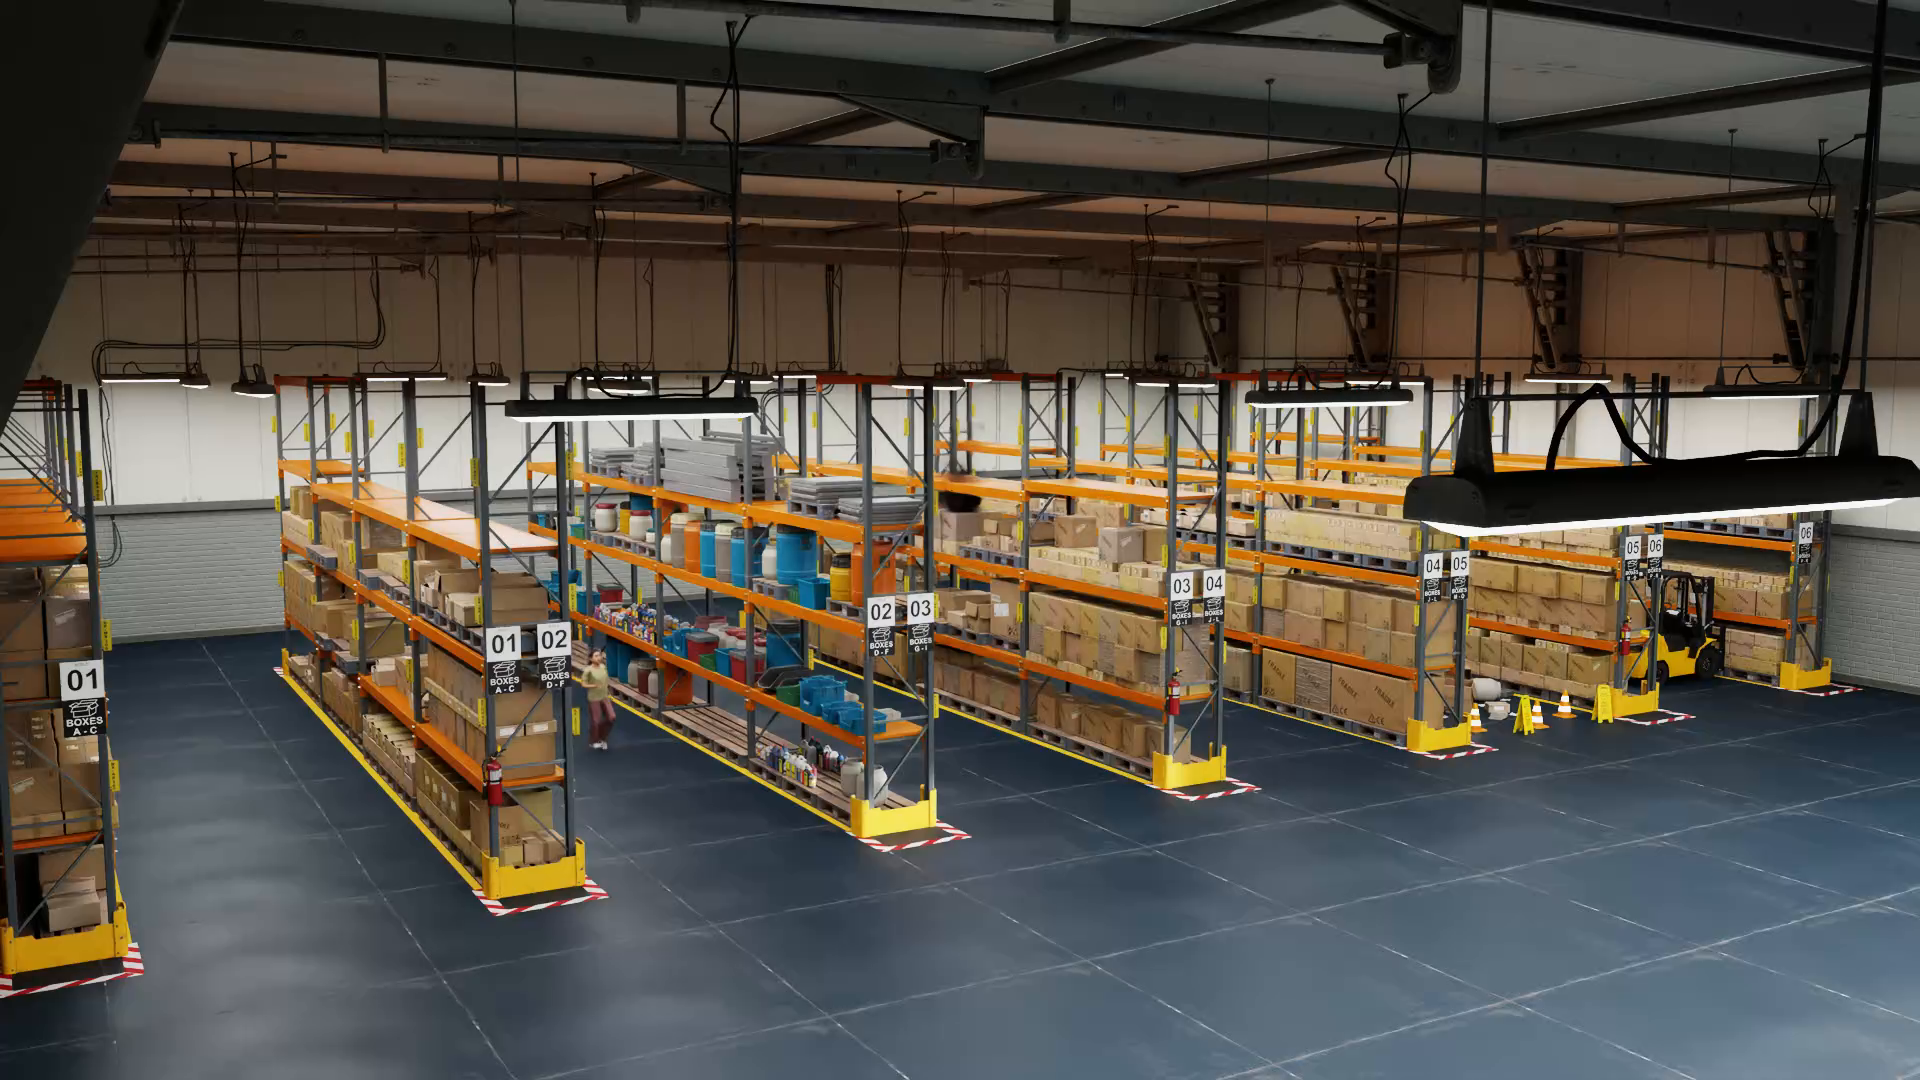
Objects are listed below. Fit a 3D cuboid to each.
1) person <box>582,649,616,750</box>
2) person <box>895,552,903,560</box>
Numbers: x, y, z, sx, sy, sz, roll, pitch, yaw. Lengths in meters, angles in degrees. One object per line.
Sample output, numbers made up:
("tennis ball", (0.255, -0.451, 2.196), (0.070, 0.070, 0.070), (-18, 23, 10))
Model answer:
("person", (-5.810, 2.578, 26.790), (0.562, 1.656, 0.595), (-6, 8, -41))
("person", (-1.590, 1.132, 39.837), (0.755, 1.702, 0.954), (-2, 6, -14))
